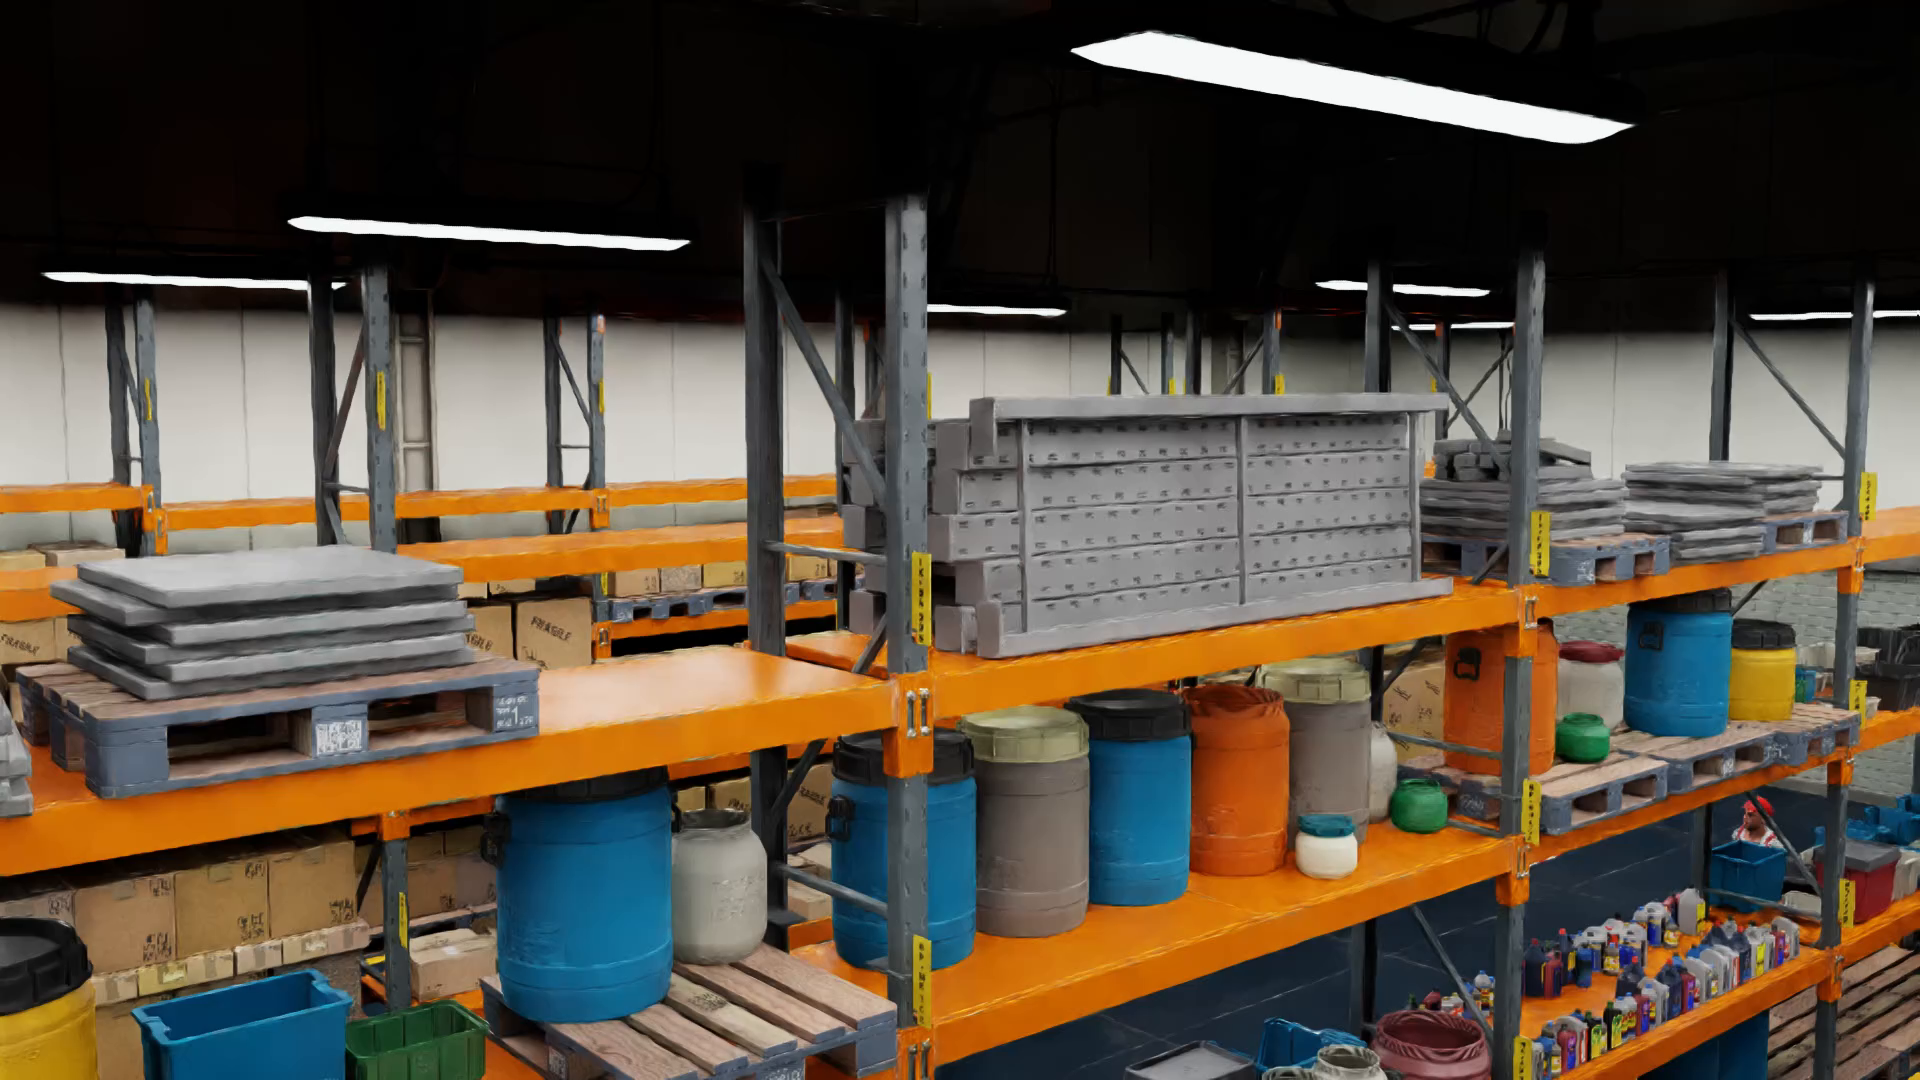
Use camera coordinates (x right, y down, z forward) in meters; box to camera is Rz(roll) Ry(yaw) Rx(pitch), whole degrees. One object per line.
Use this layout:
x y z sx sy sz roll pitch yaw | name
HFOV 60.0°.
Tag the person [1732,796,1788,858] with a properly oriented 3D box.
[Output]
6.571 2.970 13.767 1.038 1.725 0.534 -3 6 -30 | person
